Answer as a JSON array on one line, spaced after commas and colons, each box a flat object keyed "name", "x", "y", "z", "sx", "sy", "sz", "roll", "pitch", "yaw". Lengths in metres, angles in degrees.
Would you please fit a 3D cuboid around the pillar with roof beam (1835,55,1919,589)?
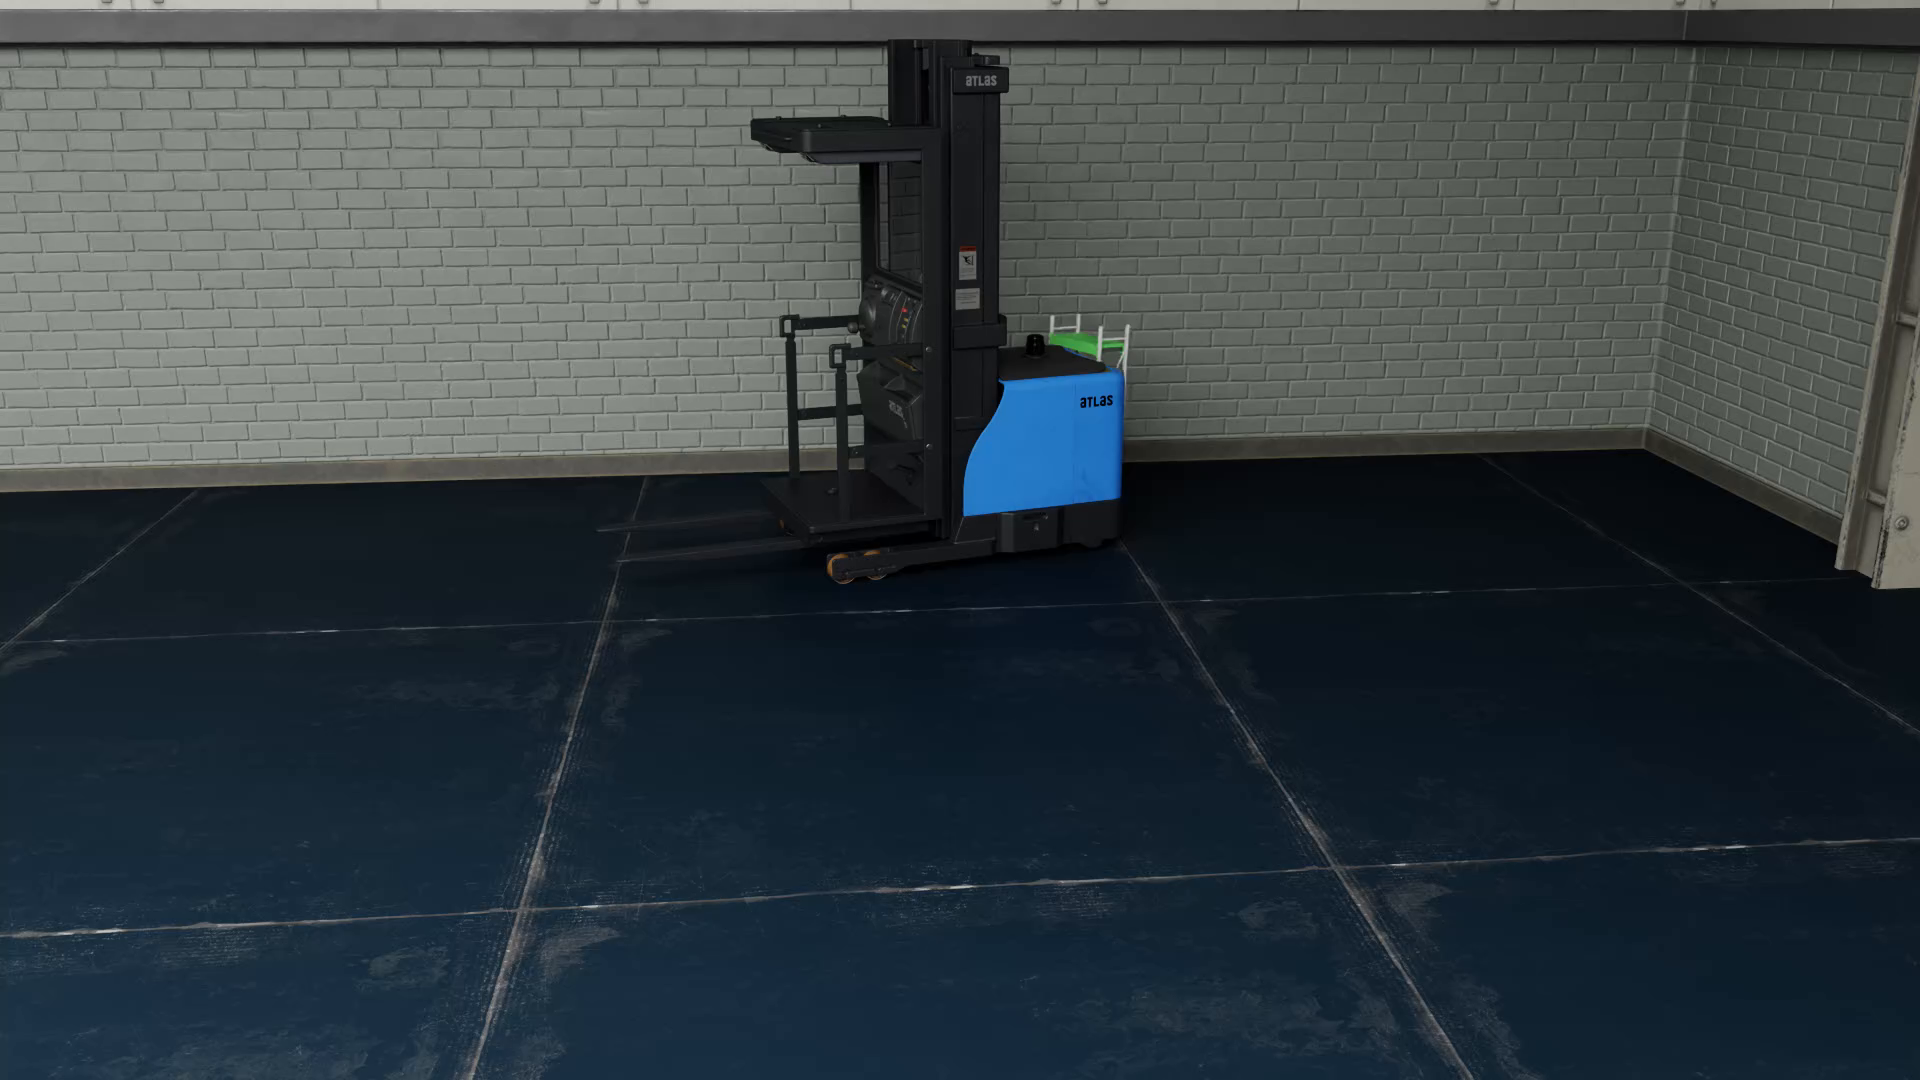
[{"name": "pillar with roof beam", "x": 0.979, "y": -3.950, "z": 7.736, "sx": 9.100, "sy": 9.000, "sz": 0.400, "roll": -2, "pitch": 18, "yaw": -6}]

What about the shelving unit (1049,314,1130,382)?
[{"name": "shelving unit", "x": 0.802, "y": -0.827, "z": 10.784, "sx": 0.258, "sy": 1.200, "sz": 0.503, "roll": -9, "pitch": 19, "yaw": -35}]

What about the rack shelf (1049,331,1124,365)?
[{"name": "rack shelf", "x": 0.820, "y": -1.227, "z": 10.672, "sx": 0.258, "sy": 0.148, "sz": 0.480, "roll": -9, "pitch": 19, "yaw": -35}]

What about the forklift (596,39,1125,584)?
[{"name": "forklift", "x": -0.585, "y": -1.329, "z": 9.517, "sx": 3.031, "sy": 2.935, "sz": 1.130, "roll": -7, "pitch": 19, "yaw": -21}]

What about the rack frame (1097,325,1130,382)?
[{"name": "rack frame", "x": 0.943, "y": -0.767, "z": 10.594, "sx": 0.240, "sy": 1.200, "sz": 0.015, "roll": -9, "pitch": 19, "yaw": -35}]

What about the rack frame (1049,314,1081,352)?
[{"name": "rack frame", "x": 0.661, "y": -0.886, "z": 10.974, "sx": 0.240, "sy": 1.200, "sz": 0.015, "roll": -9, "pitch": 19, "yaw": -35}]
